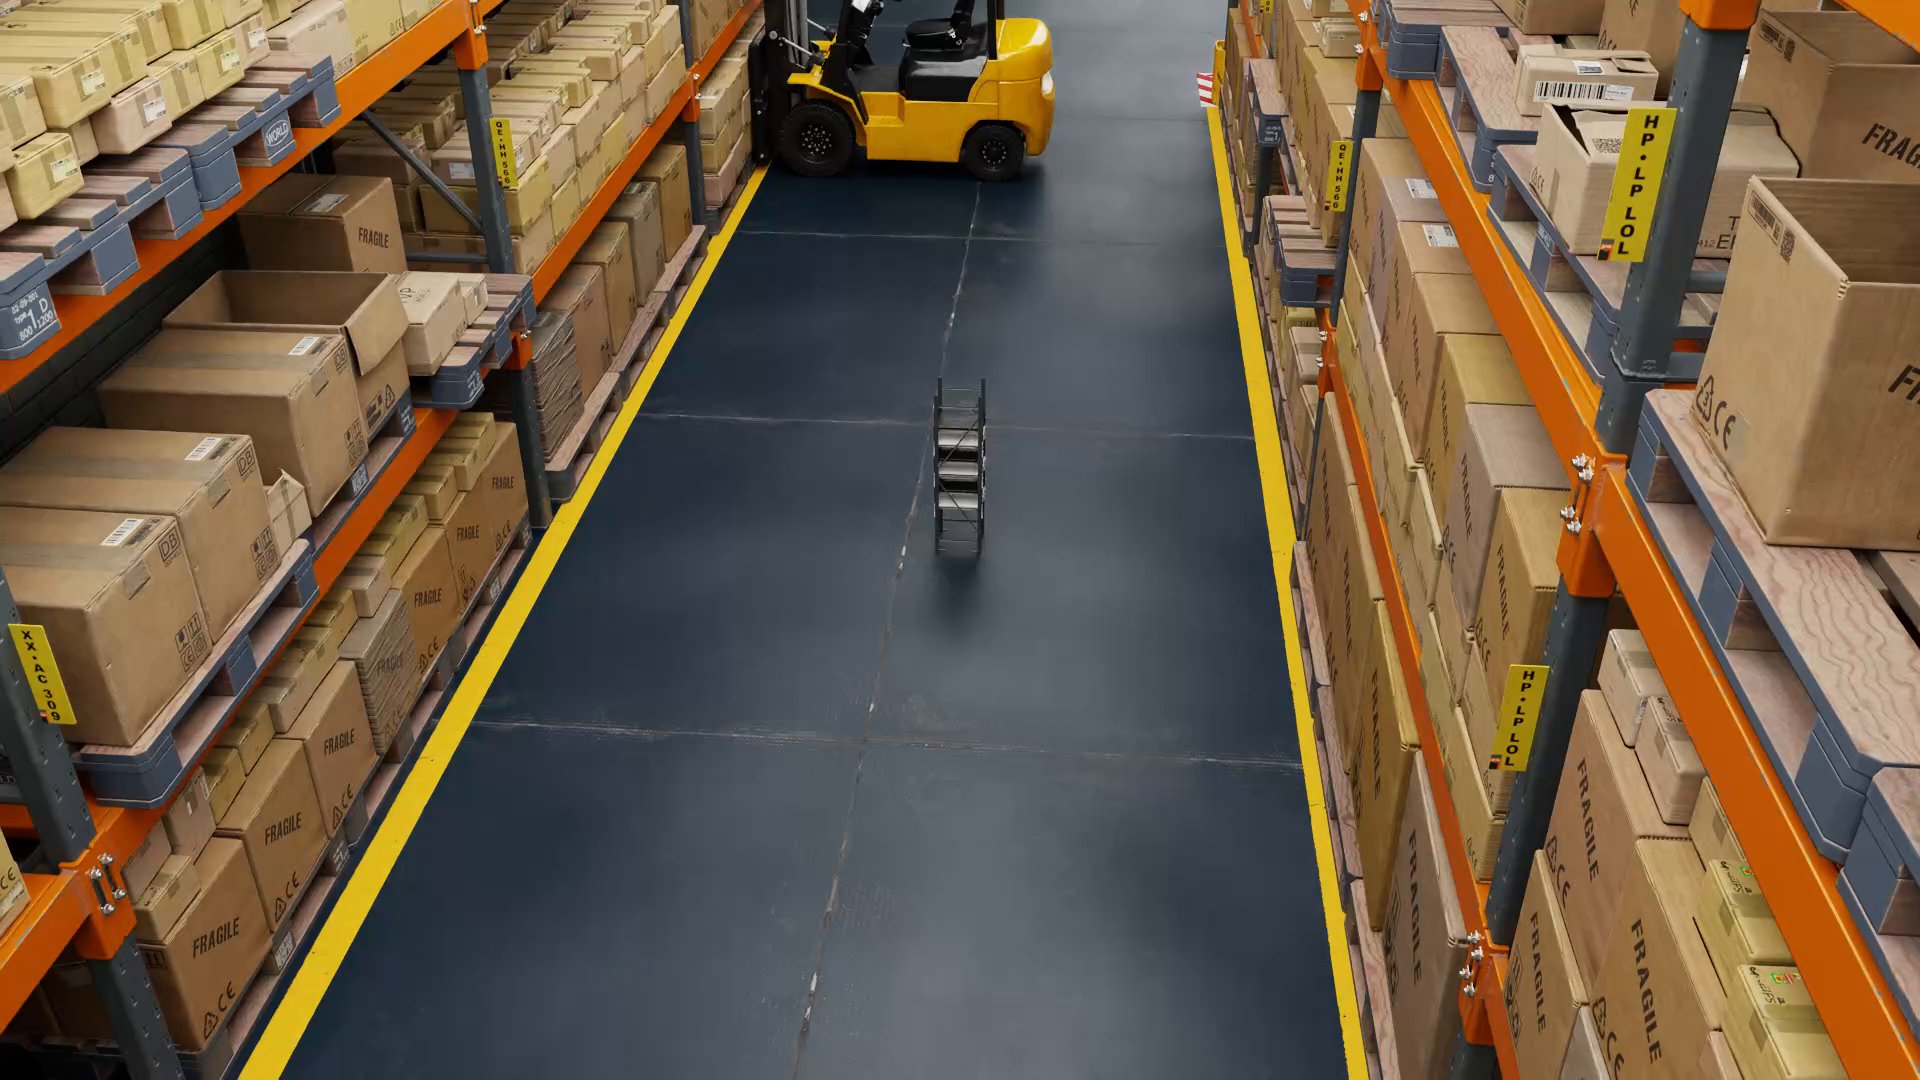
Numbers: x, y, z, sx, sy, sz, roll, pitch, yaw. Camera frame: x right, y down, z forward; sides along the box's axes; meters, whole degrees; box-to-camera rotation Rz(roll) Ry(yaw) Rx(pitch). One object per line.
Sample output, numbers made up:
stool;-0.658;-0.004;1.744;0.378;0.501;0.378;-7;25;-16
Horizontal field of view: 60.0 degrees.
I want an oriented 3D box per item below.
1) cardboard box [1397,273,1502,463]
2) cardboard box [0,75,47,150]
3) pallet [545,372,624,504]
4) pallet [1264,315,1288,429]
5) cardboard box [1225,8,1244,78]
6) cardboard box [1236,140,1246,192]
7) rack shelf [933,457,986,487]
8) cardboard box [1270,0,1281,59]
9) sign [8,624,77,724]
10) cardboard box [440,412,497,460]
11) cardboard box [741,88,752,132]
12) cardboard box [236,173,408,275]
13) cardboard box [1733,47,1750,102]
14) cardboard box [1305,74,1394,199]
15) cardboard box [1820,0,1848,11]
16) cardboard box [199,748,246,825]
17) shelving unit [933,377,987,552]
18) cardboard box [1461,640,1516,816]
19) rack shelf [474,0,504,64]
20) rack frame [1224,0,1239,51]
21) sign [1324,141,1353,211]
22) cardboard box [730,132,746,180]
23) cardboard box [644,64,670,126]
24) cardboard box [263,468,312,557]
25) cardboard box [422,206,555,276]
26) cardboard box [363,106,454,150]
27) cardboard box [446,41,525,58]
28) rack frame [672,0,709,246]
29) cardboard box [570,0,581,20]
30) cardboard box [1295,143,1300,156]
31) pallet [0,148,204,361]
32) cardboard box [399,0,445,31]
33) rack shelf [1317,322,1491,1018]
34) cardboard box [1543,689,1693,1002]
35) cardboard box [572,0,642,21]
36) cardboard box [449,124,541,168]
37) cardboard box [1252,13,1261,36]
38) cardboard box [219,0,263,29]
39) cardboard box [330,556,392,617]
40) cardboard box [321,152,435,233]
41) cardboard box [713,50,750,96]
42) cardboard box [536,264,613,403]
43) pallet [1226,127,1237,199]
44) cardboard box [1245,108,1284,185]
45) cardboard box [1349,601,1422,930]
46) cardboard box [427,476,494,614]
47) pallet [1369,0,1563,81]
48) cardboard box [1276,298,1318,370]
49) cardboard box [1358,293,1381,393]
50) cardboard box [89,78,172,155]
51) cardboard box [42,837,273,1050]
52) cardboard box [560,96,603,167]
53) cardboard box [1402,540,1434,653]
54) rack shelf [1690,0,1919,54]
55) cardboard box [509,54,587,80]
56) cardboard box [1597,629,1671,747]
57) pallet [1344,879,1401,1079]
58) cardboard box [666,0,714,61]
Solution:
cardboard box;1.843;-0.596;5.810;0.500;0.500;0.500;3;32;5
cardboard box;-2.601;-1.085;4.253;0.380;0.149;0.250;3;32;5
pallet;-2.582;-0.620;9.555;1.003;0.211;1.213;2;32;4
pallet;2.427;-1.026;10.214;1.003;0.211;1.213;2;32;4
cardboard box;2.569;-4.257;14.304;0.500;0.500;0.500;1;32;2
cardboard box;2.399;-2.868;12.765;0.500;0.250;0.500;2;32;3
rack shelf;-0.001;-0.350;8.525;0.258;0.077;0.200;2;32;4
cardboard box;2.262;-3.375;10.589;0.500;0.500;0.500;3;32;5
sign;-2.472;0.364;4.476;0.100;0.325;0.005;2;32;4
cardboard box;-2.475;-0.500;8.067;0.380;0.149;0.250;1;32;2
cardboard box;-1.923;-3.457;13.244;0.500;0.250;0.500;2;32;4
cardboard box;-2.885;-1.338;7.566;0.500;0.500;0.500;4;32;6
cardboard box;2.432;-1.416;5.057;0.396;0.266;0.258;5;32;8
cardboard box;2.051;-2.037;8.417;0.500;0.500;0.500;2;32;3
cardboard box;7.864;-4.110;14.185;0.875;0.875;0.875;3;32;4
cardboard box;-2.764;0.863;5.854;0.380;0.149;0.250;1;32;1
shelving unit;-0.001;-0.379;8.507;0.258;0.900;0.210;2;32;4
cardboard box;1.728;0.533;4.692;0.500;0.250;0.500;2;32;4
rack shelf;-2.525;-3.395;9.227;1.077;0.370;4.000;2;32;4
rack frame;2.911;-5.352;14.575;1.000;3.000;0.127;2;32;4
sign;1.718;-1.646;7.534;0.100;0.325;0.005;2;32;4
cardboard box;-1.966;-2.983;12.953;0.500;0.250;0.500;2;32;3
cardboard box;-2.178;-2.869;10.689;0.500;0.250;0.500;2;32;4
cardboard box;-2.518;-0.119;5.811;0.396;0.266;0.258;4;32;6
cardboard box;-2.408;-1.536;8.527;0.500;0.250;0.500;3;32;4
cardboard box;-2.871;-2.151;8.667;0.380;0.149;0.250;2;32;4
cardboard box;-2.775;-2.819;9.752;0.380;0.149;0.250;3;32;4
rack frame;-2.362;-3.470;11.522;1.000;3.000;0.127;2;32;4
cardboard box;-2.678;-3.476;10.818;0.380;0.149;0.250;1;32;2
cardboard box;2.099;-2.235;9.358;0.380;0.149;0.250;1;32;2
pallet;-2.890;-0.822;4.545;1.213;0.211;1.003;2;32;4
cardboard box;-2.487;-2.313;6.928;0.500;0.250;0.500;1;32;2
rack shelf;2.097;0.183;6.279;1.077;0.370;4.000;2;32;4
cardboard box;1.654;0.693;3.717;0.500;0.500;0.500;3;32;4
cardboard box;-2.244;-3.339;10.596;0.380;0.149;0.250;2;32;4
cardboard box;-2.348;-1.991;8.408;0.380;0.149;0.250;3;32;5
cardboard box;2.388;-3.866;12.403;0.380;0.149;0.250;2;32;3
cardboard box;-2.485;-1.750;5.332;0.380;0.149;0.250;3;32;4
cardboard box;-2.611;0.192;6.944;0.380;0.149;0.250;1;32;2
cardboard box;-2.928;-1.774;8.437;0.500;0.250;0.500;3;32;5
cardboard box;-1.929;-3.671;13.116;0.500;0.250;0.500;3;32;6
cardboard box;-2.578;-1.214;9.724;0.875;0.625;0.625;3;32;6
pallet;2.702;-3.065;13.523;1.003;0.211;1.213;2;32;4
cardboard box;2.366;-2.908;12.116;0.500;0.500;0.500;2;32;3
cardboard box;1.971;0.848;6.139;0.875;0.875;0.875;3;32;5
cardboard box;-2.559;-0.002;7.876;0.500;0.500;0.500;2;32;3
pallet;2.260;-2.026;6.500;1.213;0.211;1.003;4;32;6
cardboard box;2.435;-1.306;10.115;0.950;0.372;0.625;3;32;6
cardboard box;1.929;-0.793;6.844;0.500;0.250;0.500;3;32;5
cardboard box;-2.508;-1.217;4.750;0.380;0.149;0.250;3;32;5
cardboard box;-2.750;1.355;5.675;0.500;0.500;0.500;4;32;6
cardboard box;-2.305;-2.284;9.263;0.500;0.250;0.500;2;32;3
cardboard box;1.822;0.212;5.689;0.500;0.250;0.500;2;32;3
rack shelf;1.772;-0.109;1.416;1.077;0.370;4.000;2;32;4
cardboard box;-2.349;-2.667;9.505;0.380;0.149;0.250;2;32;4
cardboard box;1.650;0.333;3.685;0.380;0.149;0.250;2;32;3
pallet;1.922;1.703;5.785;1.003;0.211;1.213;2;32;4
cardboard box;-2.065;-3.734;11.854;0.500;0.500;0.500;2;32;3
